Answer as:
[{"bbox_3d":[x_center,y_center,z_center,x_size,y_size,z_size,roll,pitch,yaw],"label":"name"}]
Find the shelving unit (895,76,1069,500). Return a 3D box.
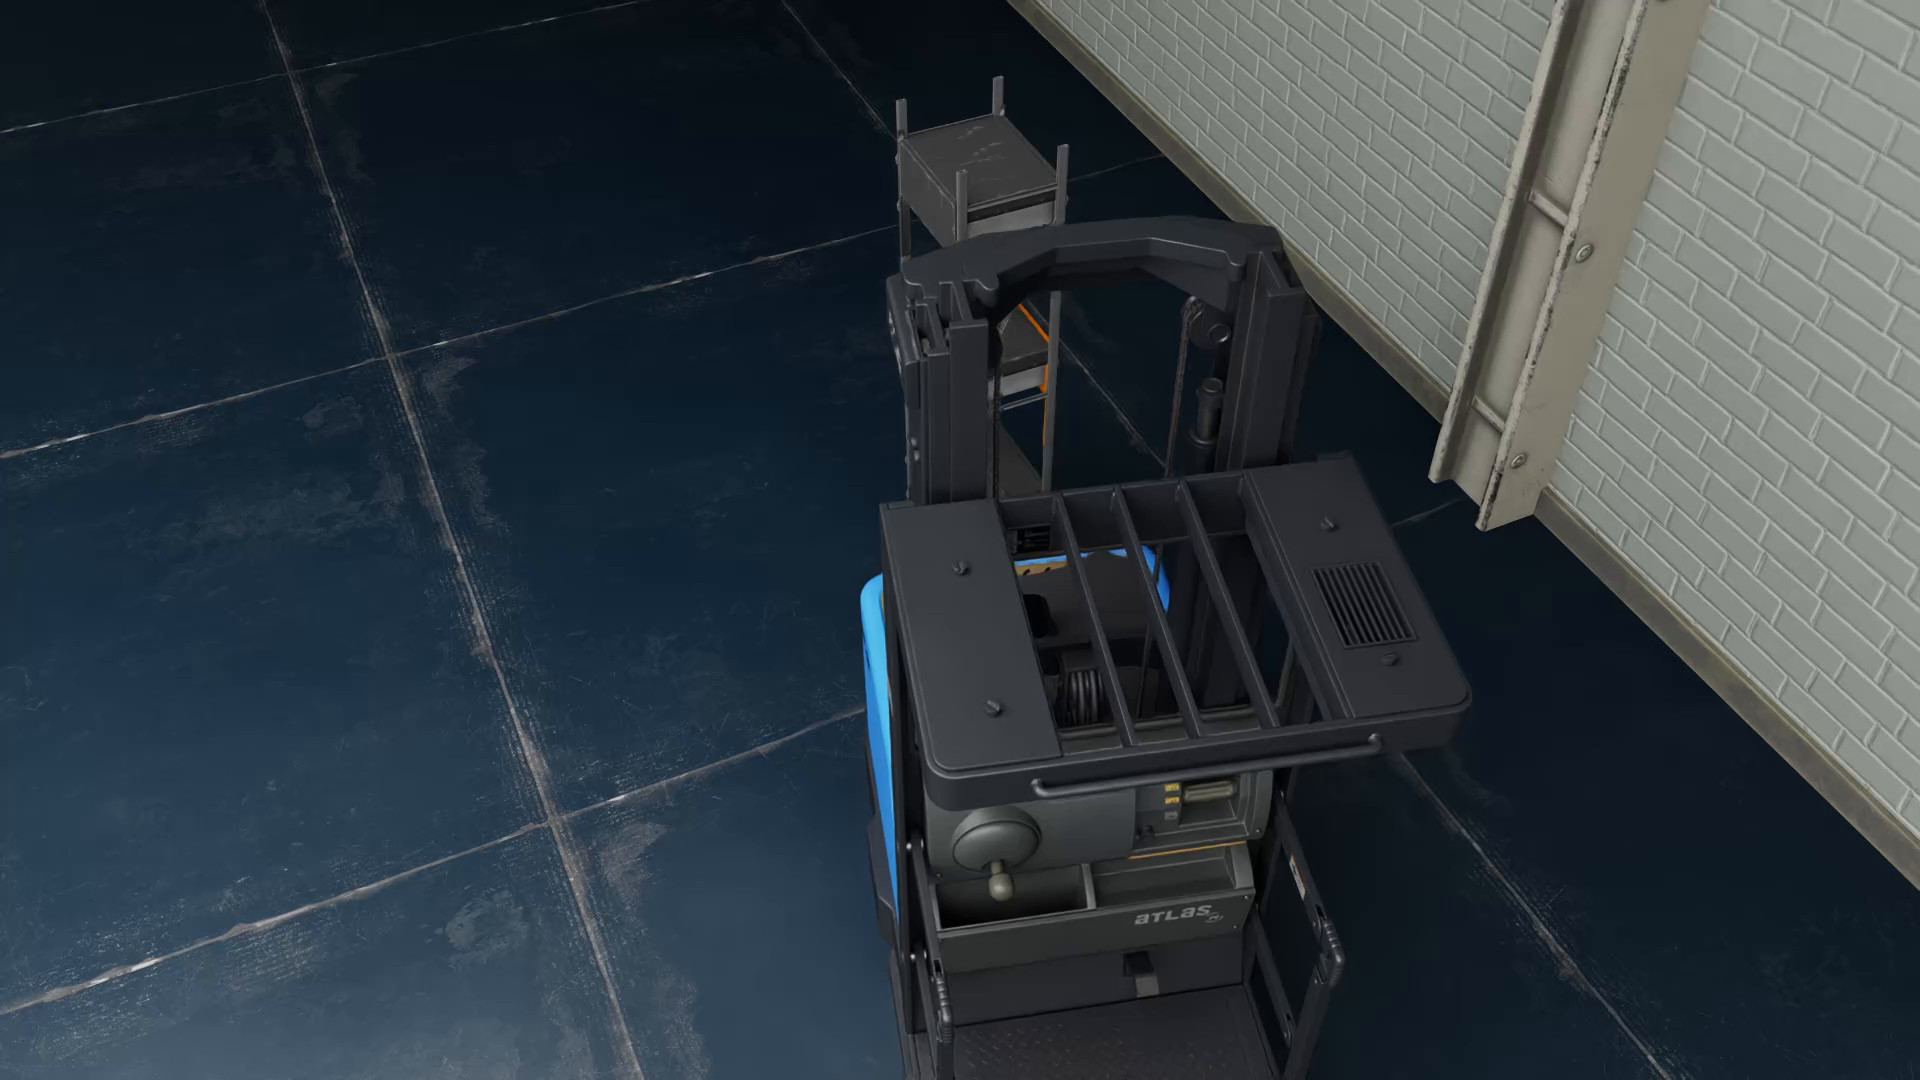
[{"bbox_3d":[0.070,-0.642,6.274,0.431,2.100,0.503,-18,47,-17],"label":"shelving unit"}]

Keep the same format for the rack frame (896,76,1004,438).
[{"bbox_3d":[-0.033,-0.797,6.432,0.400,2.100,0.015,-18,47,-17],"label":"rack frame"}]

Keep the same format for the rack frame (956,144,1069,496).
[{"bbox_3d":[0.172,-0.486,6.117,0.400,2.100,0.015,-18,47,-17],"label":"rack frame"}]

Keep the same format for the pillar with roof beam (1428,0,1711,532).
[{"bbox_3d":[-1.603,-2.138,2.878,9.100,9.000,0.400,-18,47,-17],"label":"pillar with roof beam"}]

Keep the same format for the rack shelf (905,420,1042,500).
[{"bbox_3d":[0.070,-0.134,6.776,0.431,0.518,0.480,-18,47,-17],"label":"rack shelf"}]

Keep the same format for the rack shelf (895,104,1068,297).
[{"bbox_3d":[0.070,-1.130,5.792,0.431,0.518,0.480,-18,47,-17],"label":"rack shelf"}]

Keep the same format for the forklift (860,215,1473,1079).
[{"bbox_3d":[0.406,0.800,4.221,1.130,2.935,3.031,-7,45,-7],"label":"forklift"}]

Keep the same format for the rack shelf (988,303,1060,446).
[{"bbox_3d":[0.070,-0.632,6.284,0.431,0.518,0.480,-18,47,-17],"label":"rack shelf"}]
